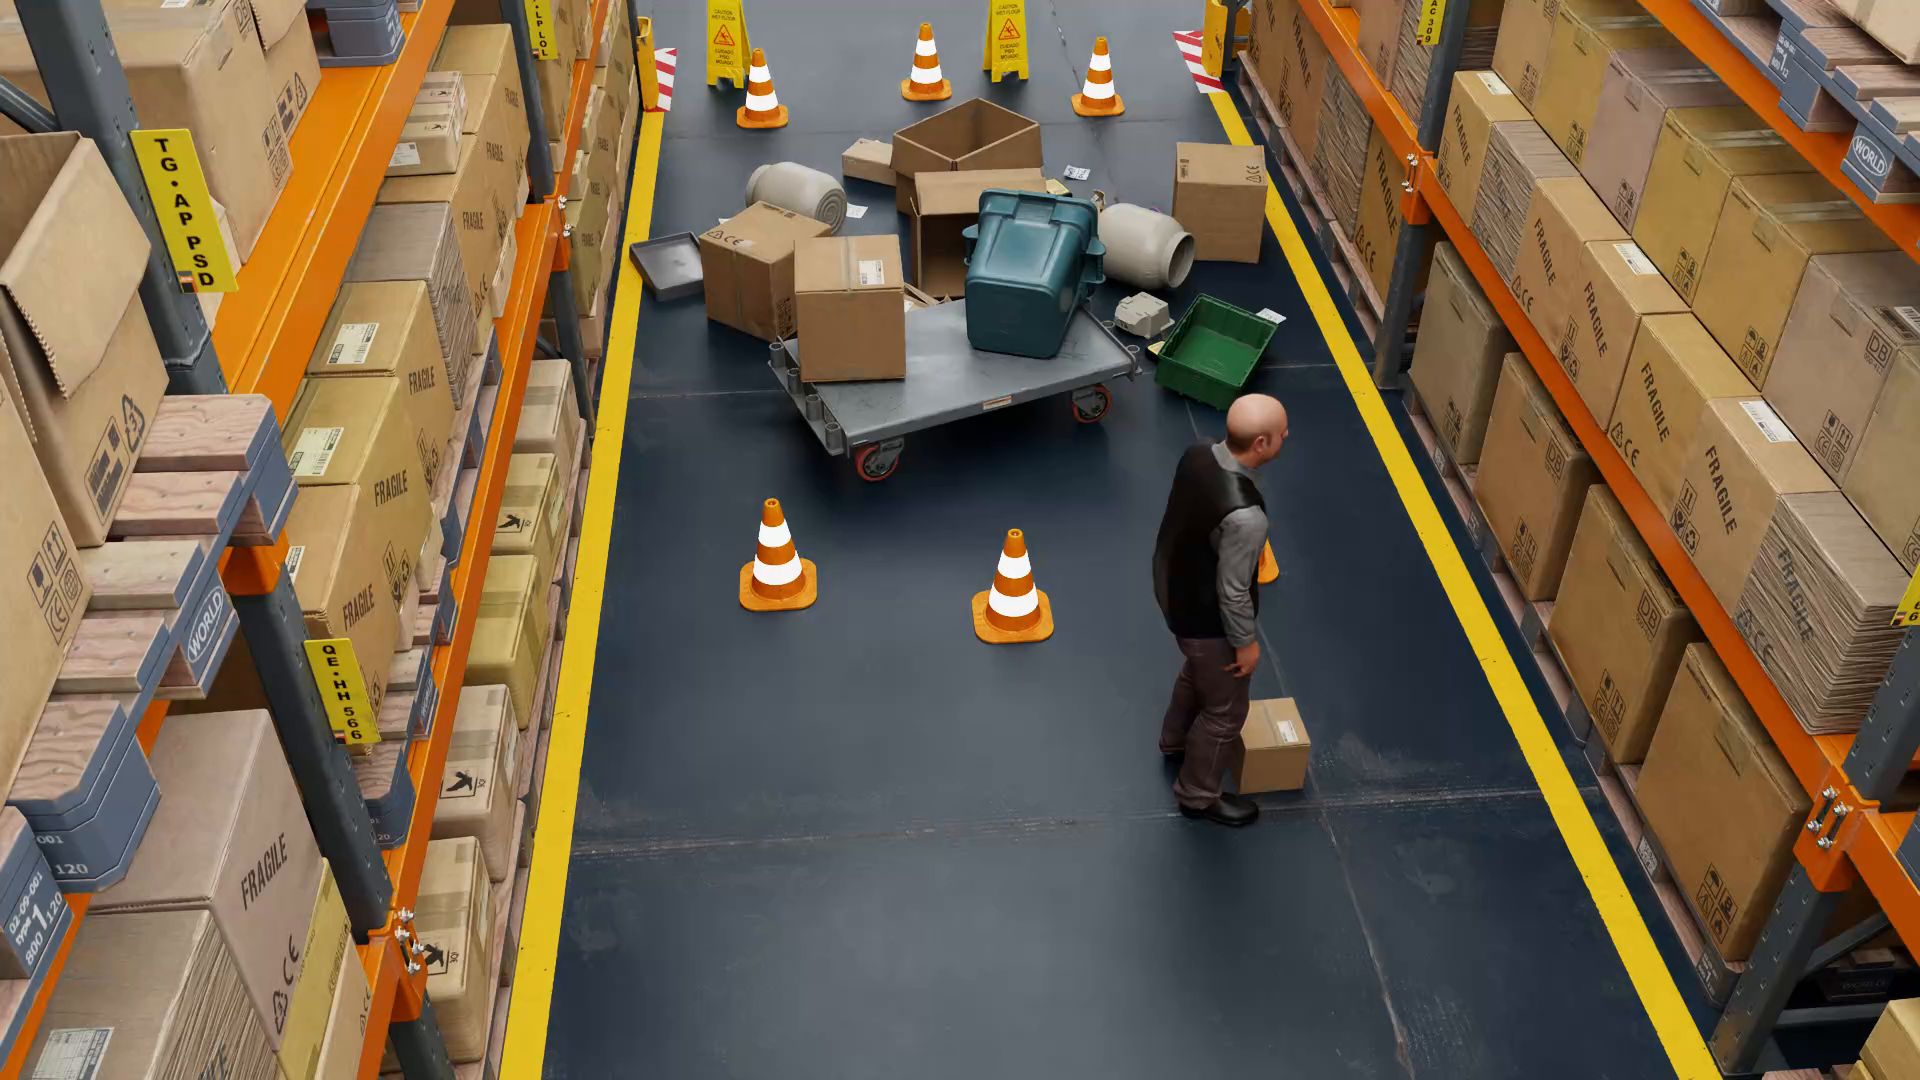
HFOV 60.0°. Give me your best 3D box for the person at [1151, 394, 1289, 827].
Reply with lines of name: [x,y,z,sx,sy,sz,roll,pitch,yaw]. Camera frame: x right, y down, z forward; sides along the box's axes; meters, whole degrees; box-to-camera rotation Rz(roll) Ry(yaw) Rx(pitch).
person: [0.893,0.233,5.885,0.427,1.720,0.590,-5,39,-7]
